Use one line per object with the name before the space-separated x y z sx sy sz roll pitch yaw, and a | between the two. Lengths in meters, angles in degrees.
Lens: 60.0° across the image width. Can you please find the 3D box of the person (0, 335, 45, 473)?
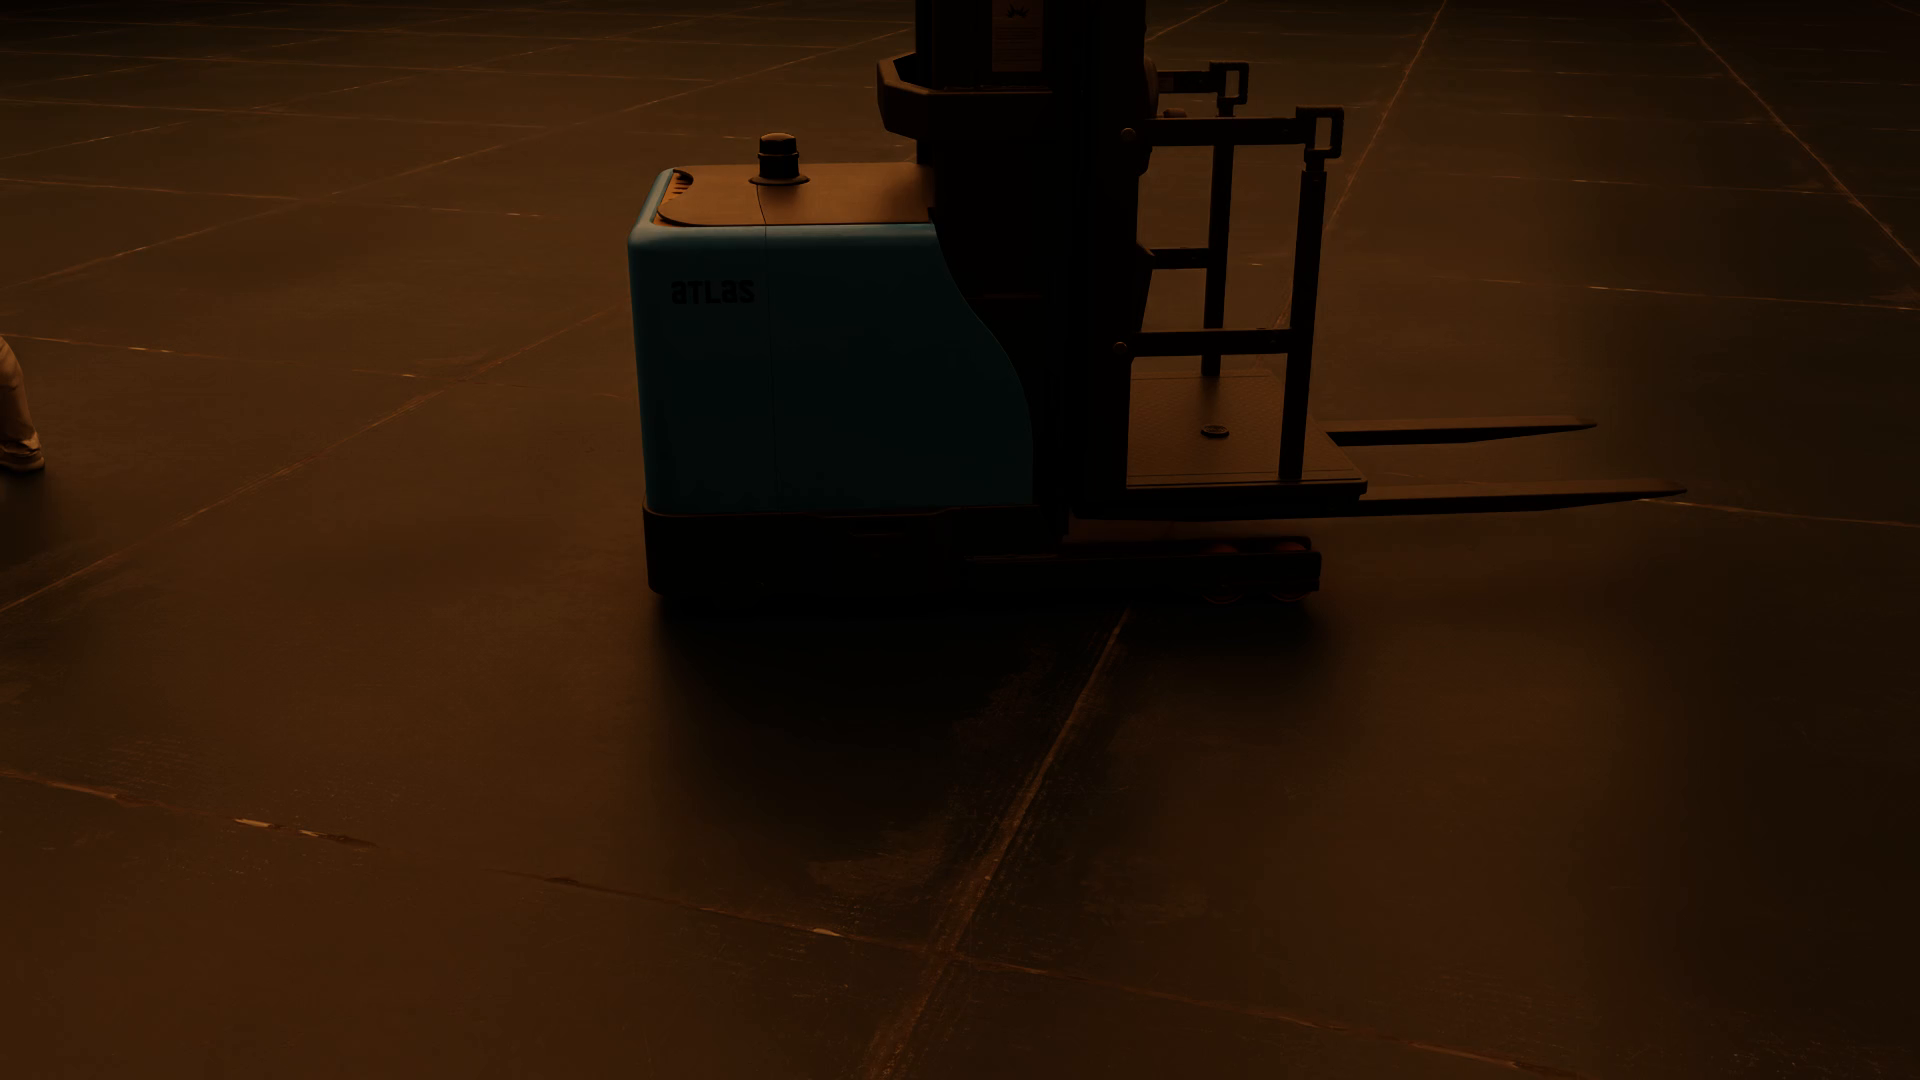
person | -3.304 -0.997 5.234 0.462 1.760 0.636 3 23 8

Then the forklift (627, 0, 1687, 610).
forklift | 0.606 -1.374 4.608 3.031 2.935 1.130 -2 23 -4
